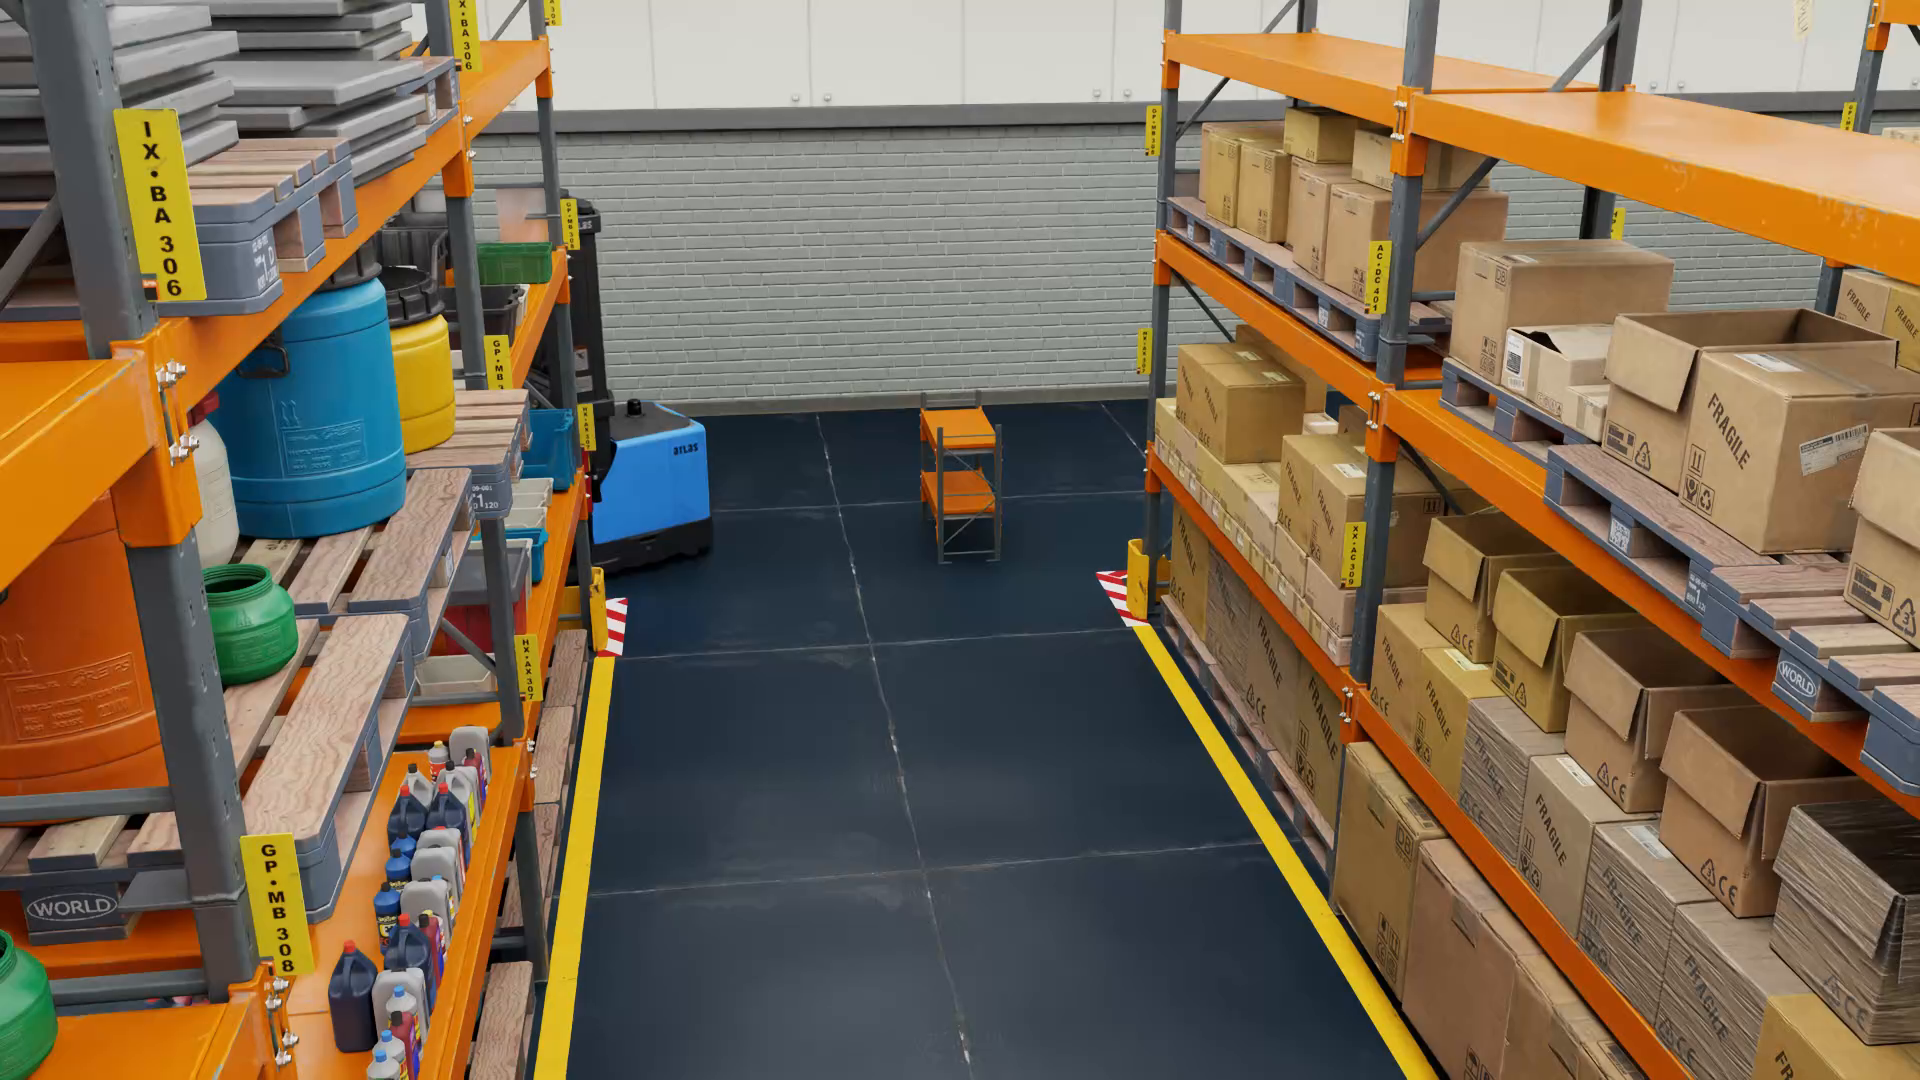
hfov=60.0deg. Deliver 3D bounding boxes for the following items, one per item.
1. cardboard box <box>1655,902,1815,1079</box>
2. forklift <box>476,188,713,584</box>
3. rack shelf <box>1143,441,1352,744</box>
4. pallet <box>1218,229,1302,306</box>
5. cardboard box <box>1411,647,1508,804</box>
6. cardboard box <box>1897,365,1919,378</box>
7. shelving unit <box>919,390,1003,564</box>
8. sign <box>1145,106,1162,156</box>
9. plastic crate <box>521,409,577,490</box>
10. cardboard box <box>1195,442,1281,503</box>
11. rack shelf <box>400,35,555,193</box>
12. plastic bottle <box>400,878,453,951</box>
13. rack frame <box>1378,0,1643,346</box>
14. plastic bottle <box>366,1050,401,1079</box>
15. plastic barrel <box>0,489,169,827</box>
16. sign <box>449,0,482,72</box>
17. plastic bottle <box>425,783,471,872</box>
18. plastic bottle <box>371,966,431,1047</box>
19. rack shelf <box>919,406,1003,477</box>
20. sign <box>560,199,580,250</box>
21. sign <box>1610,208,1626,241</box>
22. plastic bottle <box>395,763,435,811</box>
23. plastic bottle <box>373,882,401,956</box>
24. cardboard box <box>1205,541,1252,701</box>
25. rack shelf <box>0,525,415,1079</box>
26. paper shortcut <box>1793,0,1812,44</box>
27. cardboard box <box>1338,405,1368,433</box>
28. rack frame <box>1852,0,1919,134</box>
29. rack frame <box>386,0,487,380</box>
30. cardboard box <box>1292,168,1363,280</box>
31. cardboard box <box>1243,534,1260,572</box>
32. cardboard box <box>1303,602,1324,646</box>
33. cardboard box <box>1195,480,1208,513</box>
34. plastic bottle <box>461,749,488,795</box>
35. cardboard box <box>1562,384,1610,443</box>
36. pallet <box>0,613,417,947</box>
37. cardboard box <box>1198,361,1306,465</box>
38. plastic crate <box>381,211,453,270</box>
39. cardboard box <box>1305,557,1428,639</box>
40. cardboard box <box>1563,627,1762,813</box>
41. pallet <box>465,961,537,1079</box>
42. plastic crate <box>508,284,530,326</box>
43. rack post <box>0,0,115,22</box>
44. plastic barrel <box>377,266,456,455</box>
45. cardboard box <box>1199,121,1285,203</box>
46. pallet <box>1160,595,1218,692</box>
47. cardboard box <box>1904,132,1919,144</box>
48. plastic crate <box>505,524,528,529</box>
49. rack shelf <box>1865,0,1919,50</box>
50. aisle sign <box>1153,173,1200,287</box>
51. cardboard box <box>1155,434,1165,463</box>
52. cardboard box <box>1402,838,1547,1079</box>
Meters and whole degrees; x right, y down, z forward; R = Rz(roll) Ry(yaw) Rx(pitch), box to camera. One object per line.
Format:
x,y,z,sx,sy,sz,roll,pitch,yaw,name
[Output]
2.609,1.491,5.293,0.500,0.500,0.500,-3,21,-8,cardboard box
-3.471,-1.093,12.453,3.031,2.935,1.130,-15,25,-35,forklift
2.127,0.129,10.112,1.077,0.370,4.000,-3,21,-8,rack shelf
2.135,-1.584,9.511,1.003,0.211,1.213,-3,21,-8,pallet
2.307,0.784,7.188,0.500,0.500,0.500,-3,21,-8,cardboard box
6.655,-0.948,11.400,0.500,0.500,0.500,-3,21,-8,cardboard box
-0.001,-0.529,13.526,0.538,1.125,1.048,-3,21,-8,shelving unit
1.289,-2.726,11.079,0.100,0.325,0.005,-3,21,-8,sign
-2.830,-0.589,10.869,0.616,0.435,0.499,-3,21,-8,plastic crate
1.791,-0.436,10.385,0.500,0.250,0.500,-4,21,-10,cardboard box
-2.774,-2.244,8.463,1.077,0.370,4.000,-3,21,-8,rack shelf
-1.931,1.341,6.017,0.152,0.276,0.135,-3,21,-8,plastic bottle
2.415,-2.326,7.082,1.000,3.000,0.127,-3,21,-8,rack frame
-1.761,1.686,5.100,0.097,0.271,0.097,0,20,0,plastic bottle
-1.988,0.119,3.608,0.600,0.830,0.708,-3,21,-8,plastic barrel
-1.941,-2.005,6.522,0.100,0.325,0.005,-3,21,-8,sign
-2.003,1.123,6.492,0.144,0.351,0.185,-3,21,-8,plastic bottle
-1.852,1.531,5.507,0.152,0.276,0.135,-3,21,-8,plastic bottle
-0.001,-0.803,13.423,0.538,0.278,1.000,-3,21,-8,rack shelf
-2.521,-2.040,10.754,0.100,0.325,0.005,-3,21,-8,sign
2.951,-1.341,7.544,0.100,0.325,0.005,-3,21,-8,sign
-2.172,1.066,6.644,0.144,0.351,0.185,-3,21,-8,plastic bottle
-2.052,1.355,5.984,0.097,0.271,0.097,0,20,0,plastic bottle
2.141,0.431,10.712,0.875,0.875,0.875,-3,21,-8,cardboard box
-2.198,0.359,5.210,1.077,0.370,4.000,-3,21,-8,rack shelf
2.282,-1.437,4.503,0.009,0.170,0.078,7,-12,-11,paper shortcut
2.456,-0.465,9.393,0.500,0.500,0.500,-4,21,-9,cardboard box
6.761,-3.926,11.366,1.000,3.000,0.127,-3,21,-8,rack frame
-2.486,-2.076,6.413,1.000,3.000,0.127,-3,21,-8,rack frame
2.170,-1.665,8.715,0.700,0.500,0.500,-2,21,-5,cardboard box
1.861,0.068,9.605,0.380,0.149,0.250,-3,21,-9,cardboard box
2.010,0.424,8.653,0.380,0.149,0.250,-3,21,-7,cardboard box
1.713,-0.288,10.558,0.380,0.149,0.250,-3,21,-9,cardboard box
-2.066,0.986,7.072,0.097,0.201,0.097,0,20,0,plastic bottle
2.481,-0.477,6.177,0.380,0.149,0.250,-4,21,-10,cardboard box
-1.923,0.533,3.985,1.003,0.211,1.213,-3,21,-8,pallet
1.793,-0.789,10.258,0.500,0.500,0.500,-3,21,-9,cardboard box
-3.283,-1.847,10.275,0.497,0.269,0.590,-3,21,-8,plastic crate
2.092,0.276,8.480,0.500,0.250,0.500,-3,21,-9,cardboard box
2.708,0.641,6.136,0.797,0.503,0.637,-2,21,-6,cardboard box
-2.416,2.310,7.230,1.003,0.211,1.213,-3,21,-8,pallet
-2.519,-1.229,8.810,0.437,0.136,0.530,-3,21,-8,plastic crate
-2.119,-1.198,3.324,0.624,0.289,0.986,-3,21,-8,rack post
-2.154,-0.650,6.013,0.600,0.588,0.600,0,20,0,plastic barrel
1.967,-2.419,10.732,0.700,0.500,0.500,-4,21,-11,cardboard box
2.031,0.679,11.597,1.003,0.211,1.213,-3,21,-8,pallet
6.602,-2.659,11.191,0.380,0.149,0.250,-2,21,-6,cardboard box
-2.613,0.016,9.678,0.298,0.136,0.250,-3,21,-8,plastic crate
7.050,-2.895,9.639,1.077,0.370,4.000,-3,21,-8,rack shelf
1.531,-2.128,11.411,0.394,0.787,0.004,-3,21,-8,aisle sign
1.563,-0.643,11.510,0.380,0.149,0.250,-3,21,-7,cardboard box
2.657,1.813,7.011,1.225,0.875,0.875,-4,21,-10,cardboard box
